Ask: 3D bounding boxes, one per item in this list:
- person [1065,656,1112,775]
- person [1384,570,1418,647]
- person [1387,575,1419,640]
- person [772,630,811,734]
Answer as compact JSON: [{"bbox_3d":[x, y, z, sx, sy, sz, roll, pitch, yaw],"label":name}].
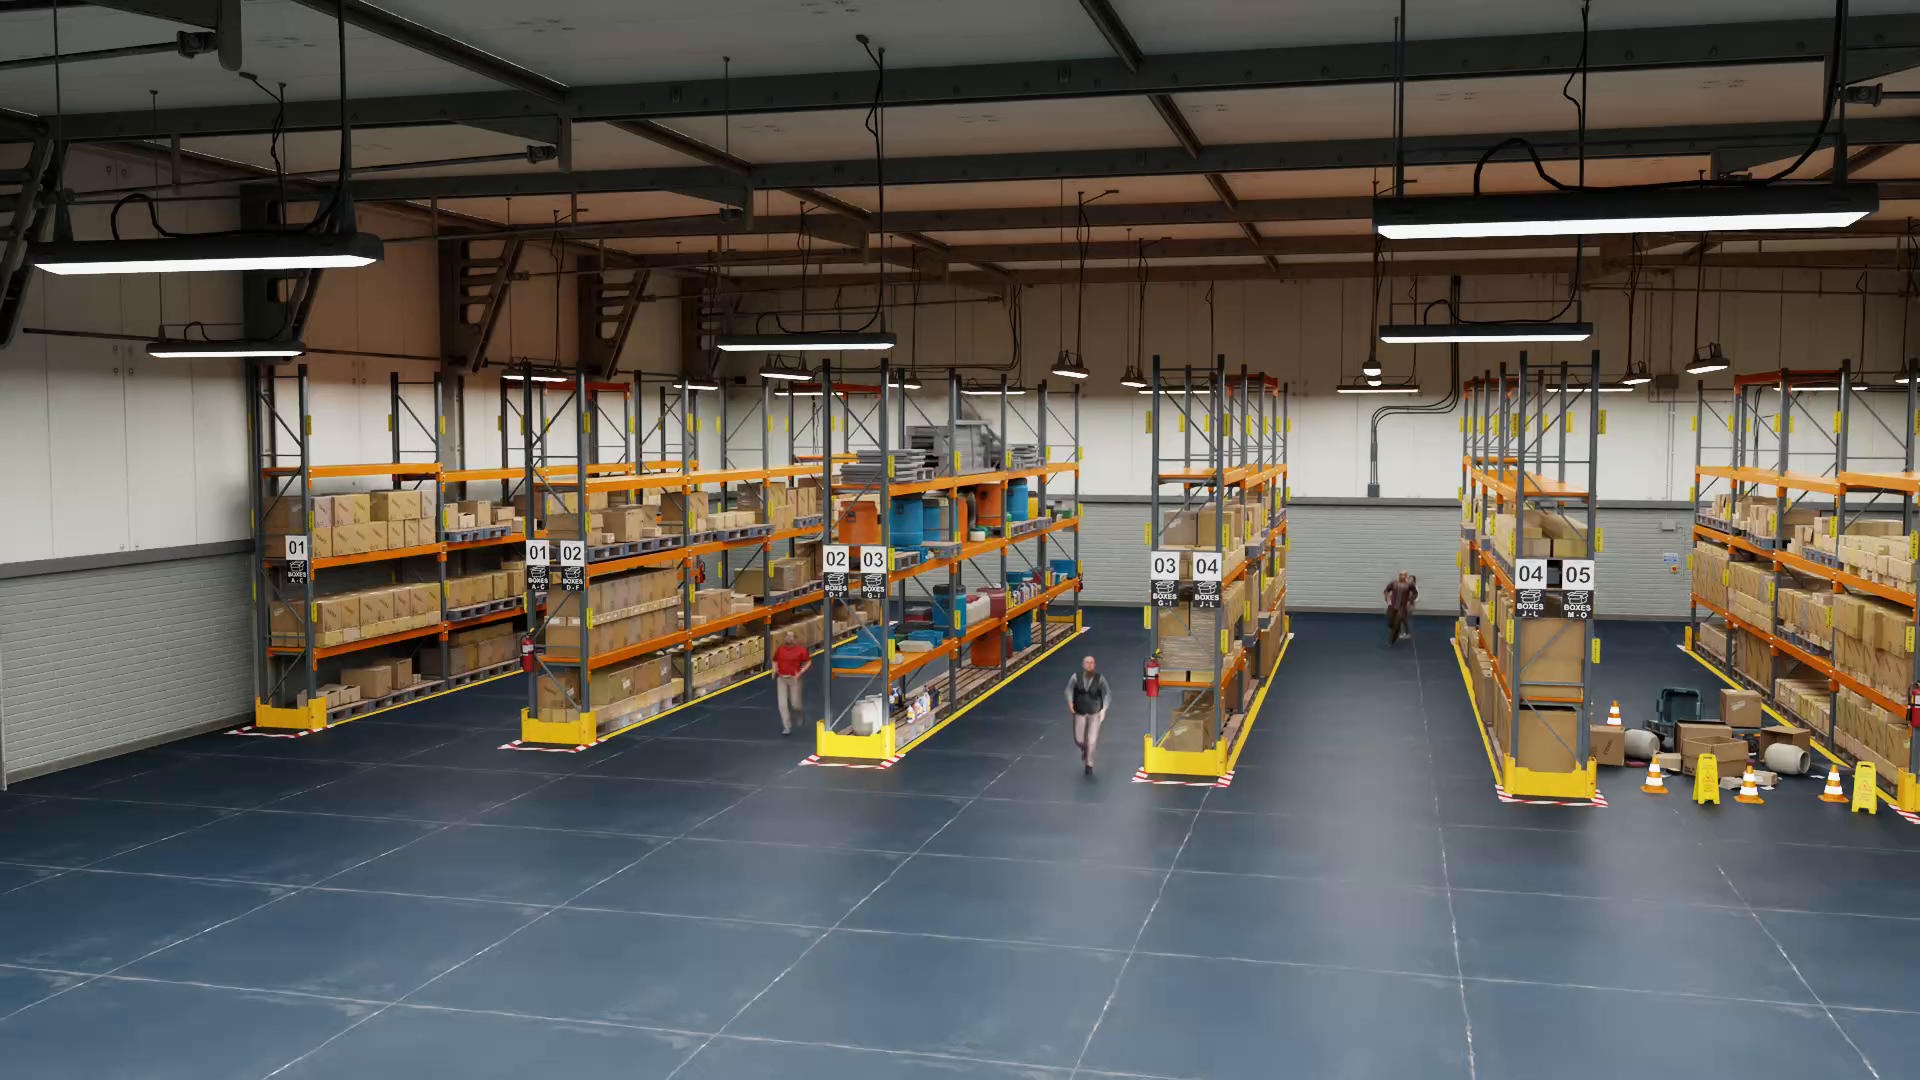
[{"bbox_3d":[1.839,2.519,23.986,0.691,1.691,0.537,1,4,12],"label":"person"},{"bbox_3d":[10.020,1.541,37.812,0.760,1.746,0.757,2,4,28],"label":"person"},{"bbox_3d":[10.399,1.575,38.703,0.604,1.569,0.672,-3,5,-37],"label":"person"},{"bbox_3d":[-2.757,2.296,27.064,0.664,1.675,0.645,1,4,11],"label":"person"}]
